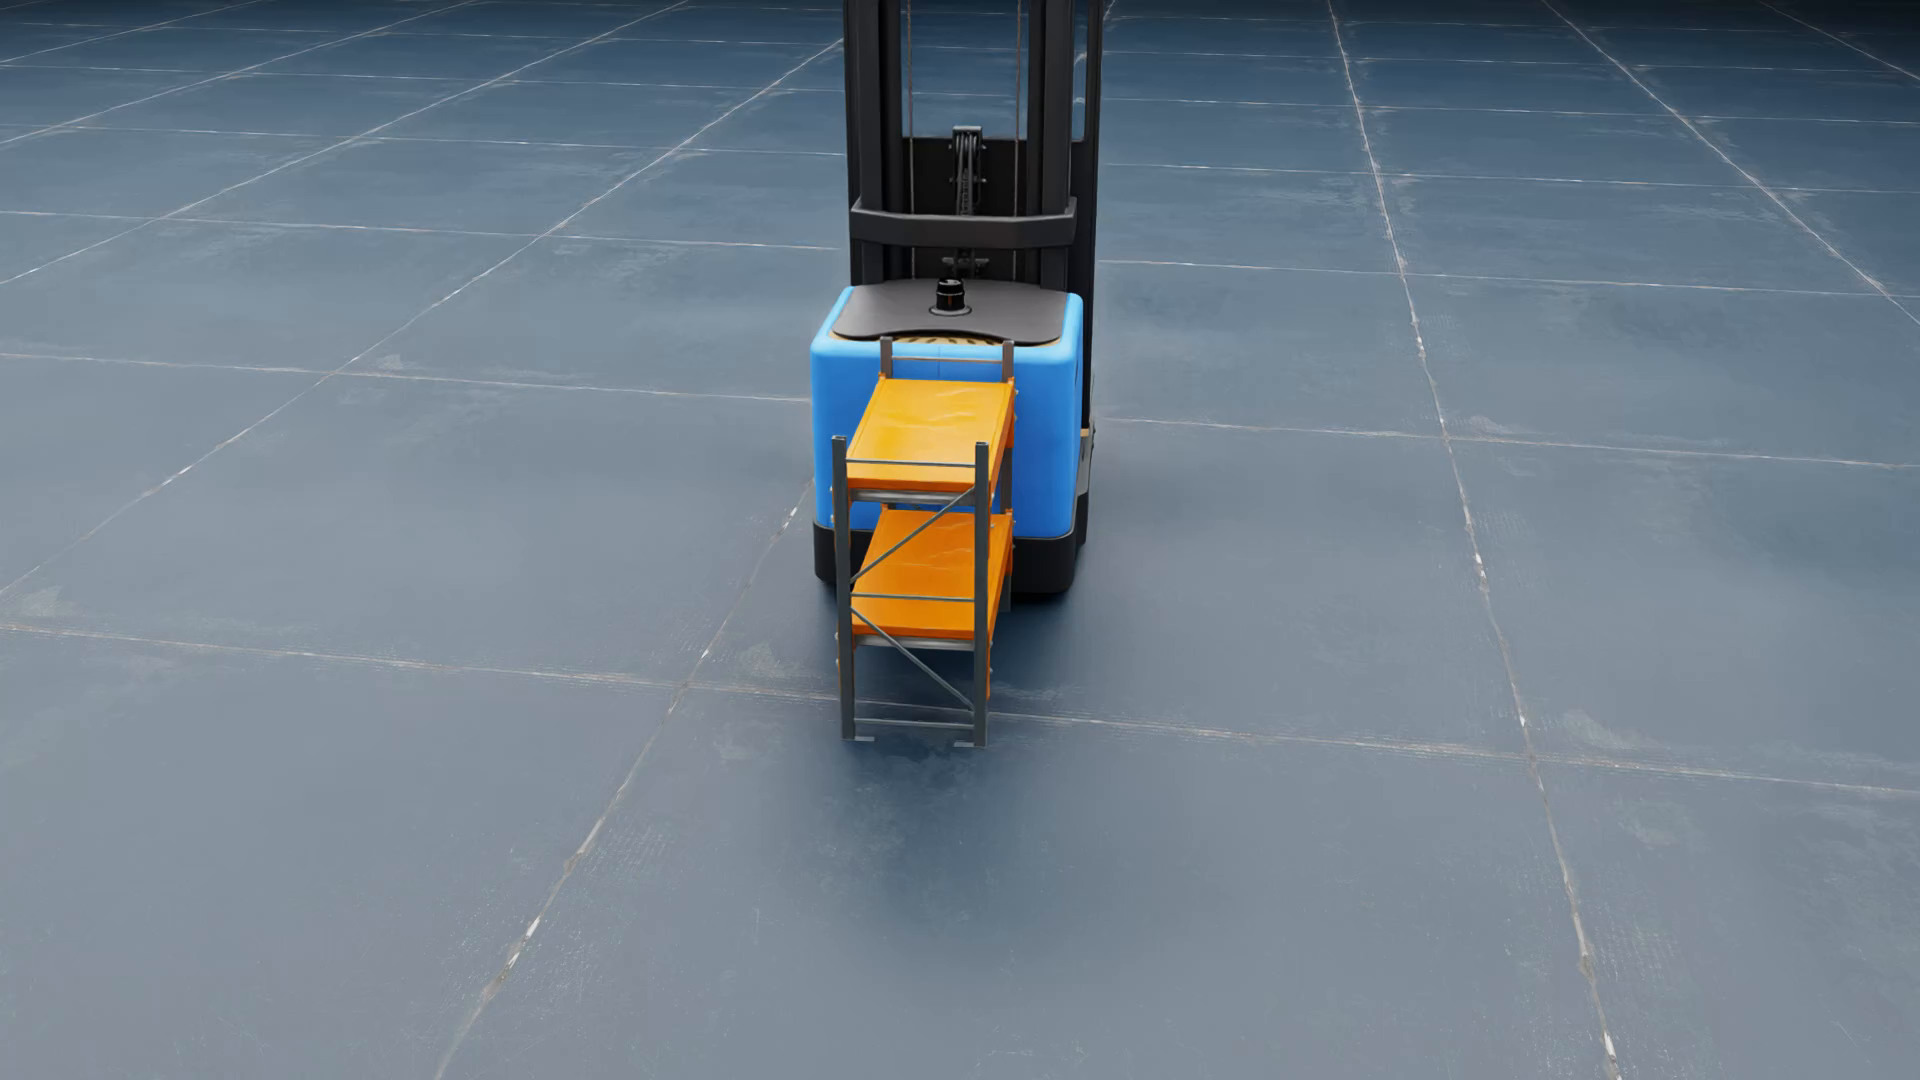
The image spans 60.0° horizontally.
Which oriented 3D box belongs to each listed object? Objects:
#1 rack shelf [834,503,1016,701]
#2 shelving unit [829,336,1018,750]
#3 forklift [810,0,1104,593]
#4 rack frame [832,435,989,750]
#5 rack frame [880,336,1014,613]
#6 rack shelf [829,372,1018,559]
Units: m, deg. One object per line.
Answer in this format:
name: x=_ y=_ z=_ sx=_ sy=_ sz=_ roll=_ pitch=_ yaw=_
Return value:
rack shelf: x=-0.104 y=0.200 z=6.072 sx=0.538 sy=0.278 sz=1.000 roll=3 pitch=25 yaw=6
shelving unit: x=-0.104 y=-0.021 z=5.968 sx=0.538 sy=1.125 sz=1.048 roll=3 pitch=25 yaw=6
forklift: x=0.082 y=-1.706 z=7.438 sx=1.130 sy=2.935 sz=3.031 roll=3 pitch=25 yaw=6
rack frame: x=-0.158 y=0.193 z=5.510 sx=0.500 sy=1.125 sz=0.032 roll=3 pitch=25 yaw=6
rack frame: x=-0.049 y=-0.235 z=6.426 sx=0.500 sy=1.125 sz=0.032 roll=3 pitch=25 yaw=6
rack shelf: x=-0.104 y=-0.286 z=5.844 sx=0.538 sy=0.278 sz=1.000 roll=3 pitch=25 yaw=6
